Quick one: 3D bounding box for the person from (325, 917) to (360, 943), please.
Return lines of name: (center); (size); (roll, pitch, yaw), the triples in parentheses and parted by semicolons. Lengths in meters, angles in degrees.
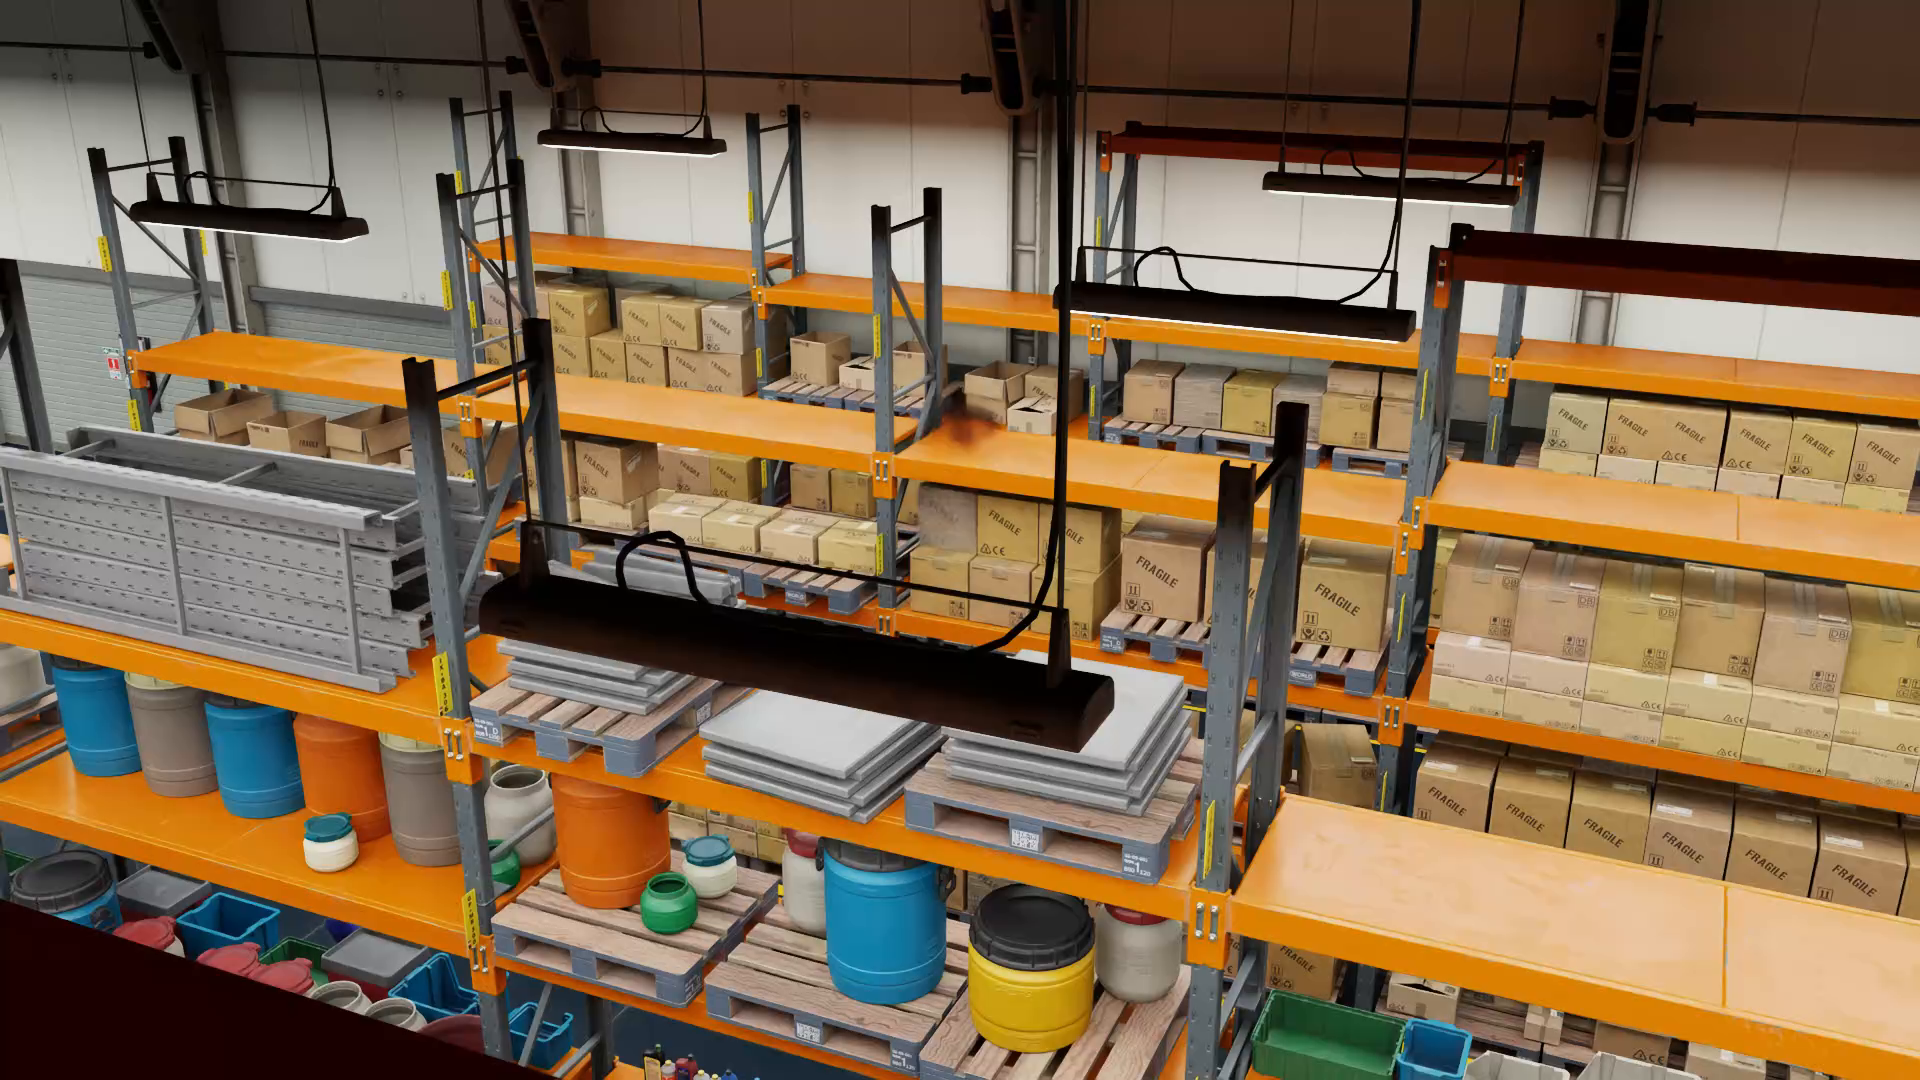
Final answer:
person: (-4.206, 3.154, 12.009); (0.563, 1.681, 0.460); (7, 21, 17)
